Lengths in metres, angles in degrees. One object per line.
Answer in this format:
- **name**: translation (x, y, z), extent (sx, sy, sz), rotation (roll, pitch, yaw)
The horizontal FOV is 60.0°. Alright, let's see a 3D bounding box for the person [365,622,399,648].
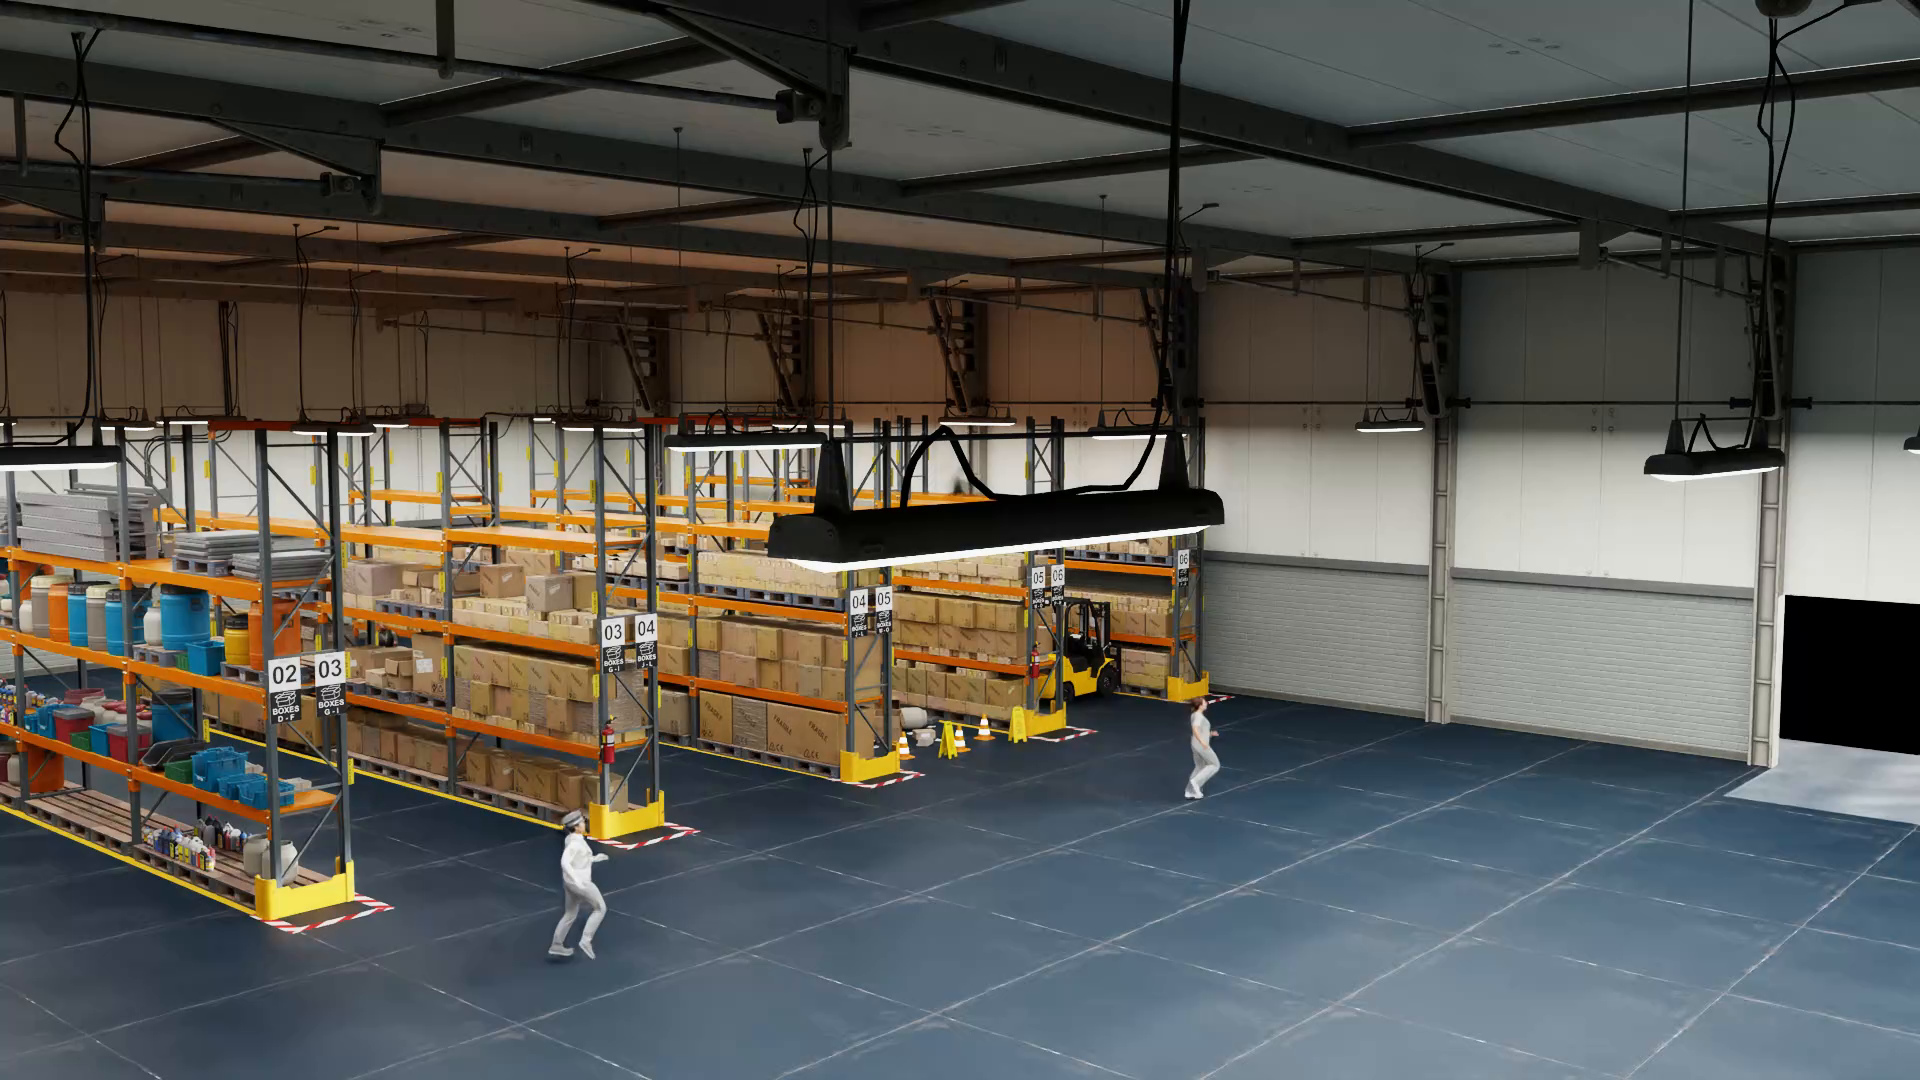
- **person**: translation (-12.203, 2.548, 35.252), extent (0.858, 1.762, 0.636), rotation (5, 7, 44)

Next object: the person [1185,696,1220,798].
- **person**: translation (3.880, 3.303, 26.534), extent (0.580, 1.631, 0.552), rotation (-1, 5, -11)

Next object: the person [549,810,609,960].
- **person**: translation (-4.323, 3.923, 18.888), extent (0.702, 1.720, 0.584), rotation (-3, 5, -30)
